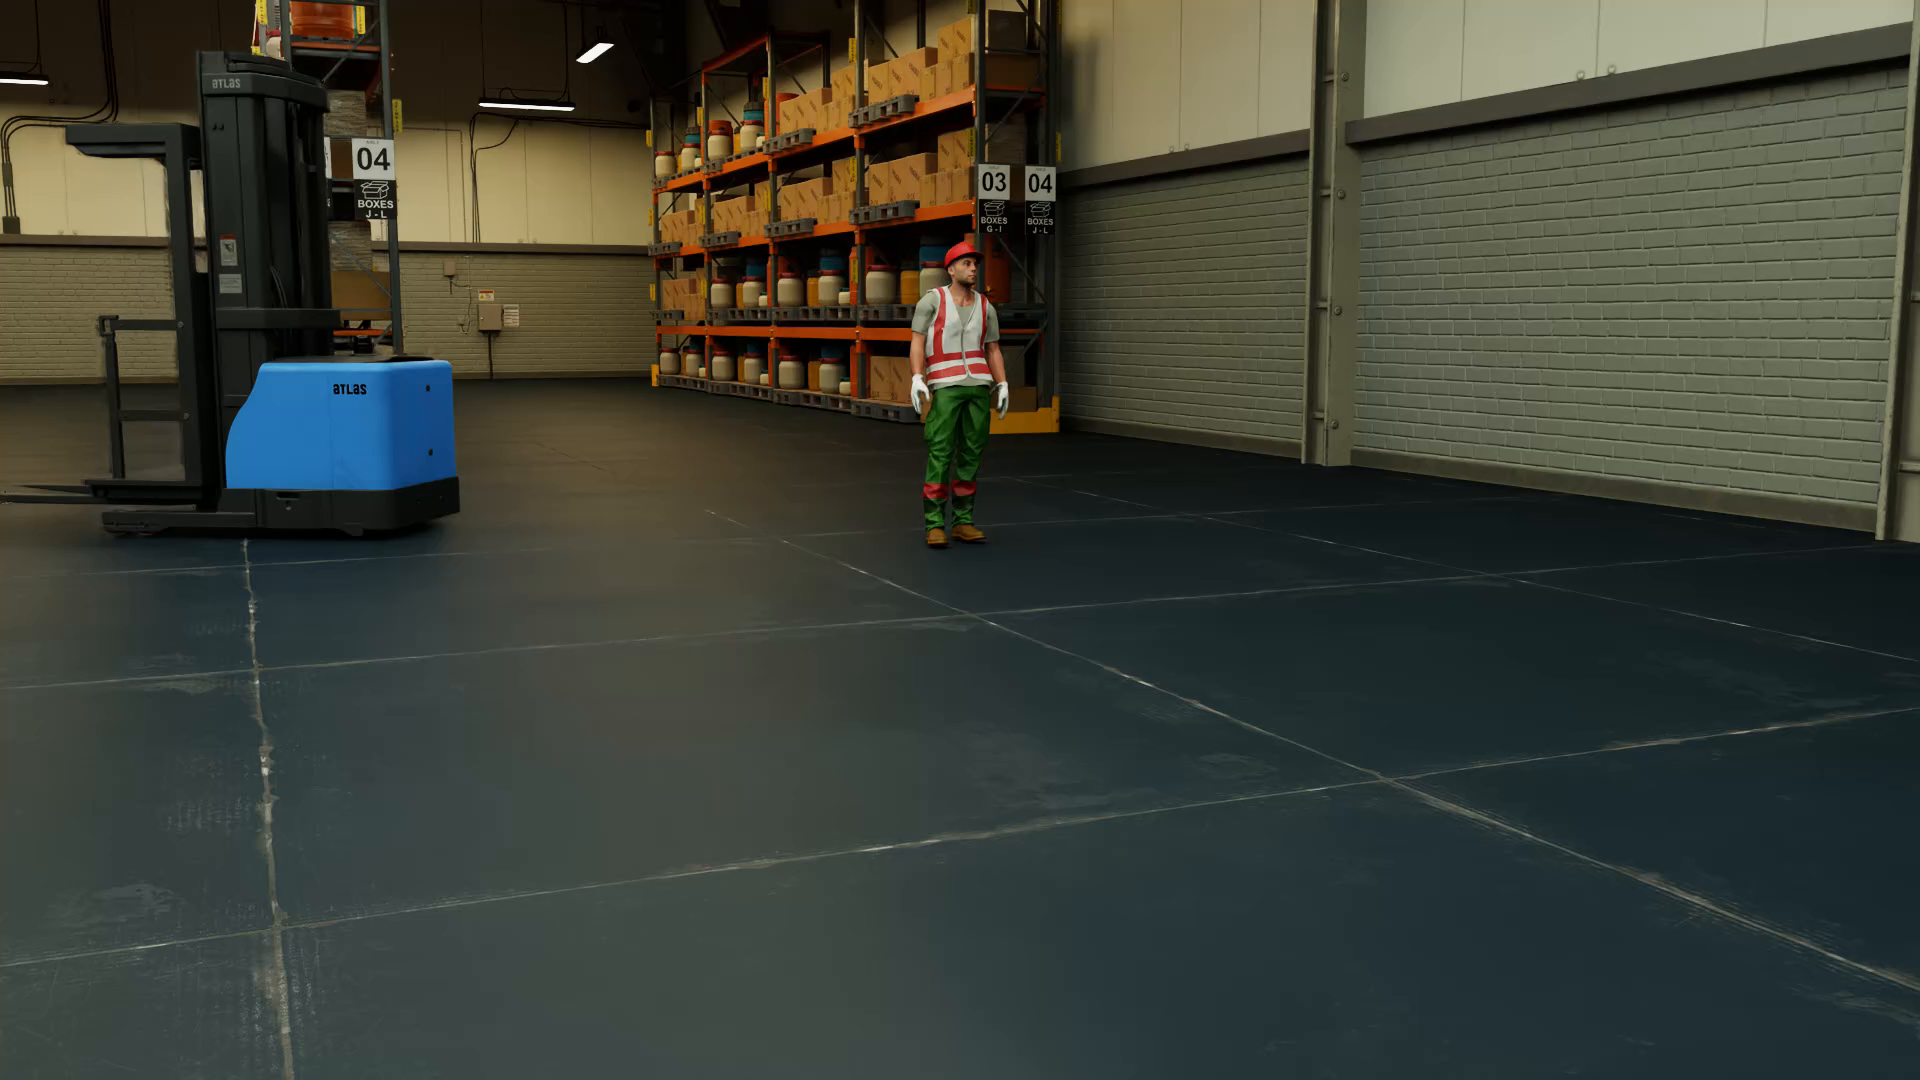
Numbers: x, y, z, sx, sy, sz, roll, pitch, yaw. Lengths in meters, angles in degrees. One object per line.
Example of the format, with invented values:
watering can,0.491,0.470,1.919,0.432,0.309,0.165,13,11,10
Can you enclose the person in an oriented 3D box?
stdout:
person,0.021,-0.884,9.958,0.637,1.787,0.564,-3,8,-23

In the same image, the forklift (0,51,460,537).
forklift,-4.869,-1.536,10.589,3.031,2.935,1.130,1,8,8
